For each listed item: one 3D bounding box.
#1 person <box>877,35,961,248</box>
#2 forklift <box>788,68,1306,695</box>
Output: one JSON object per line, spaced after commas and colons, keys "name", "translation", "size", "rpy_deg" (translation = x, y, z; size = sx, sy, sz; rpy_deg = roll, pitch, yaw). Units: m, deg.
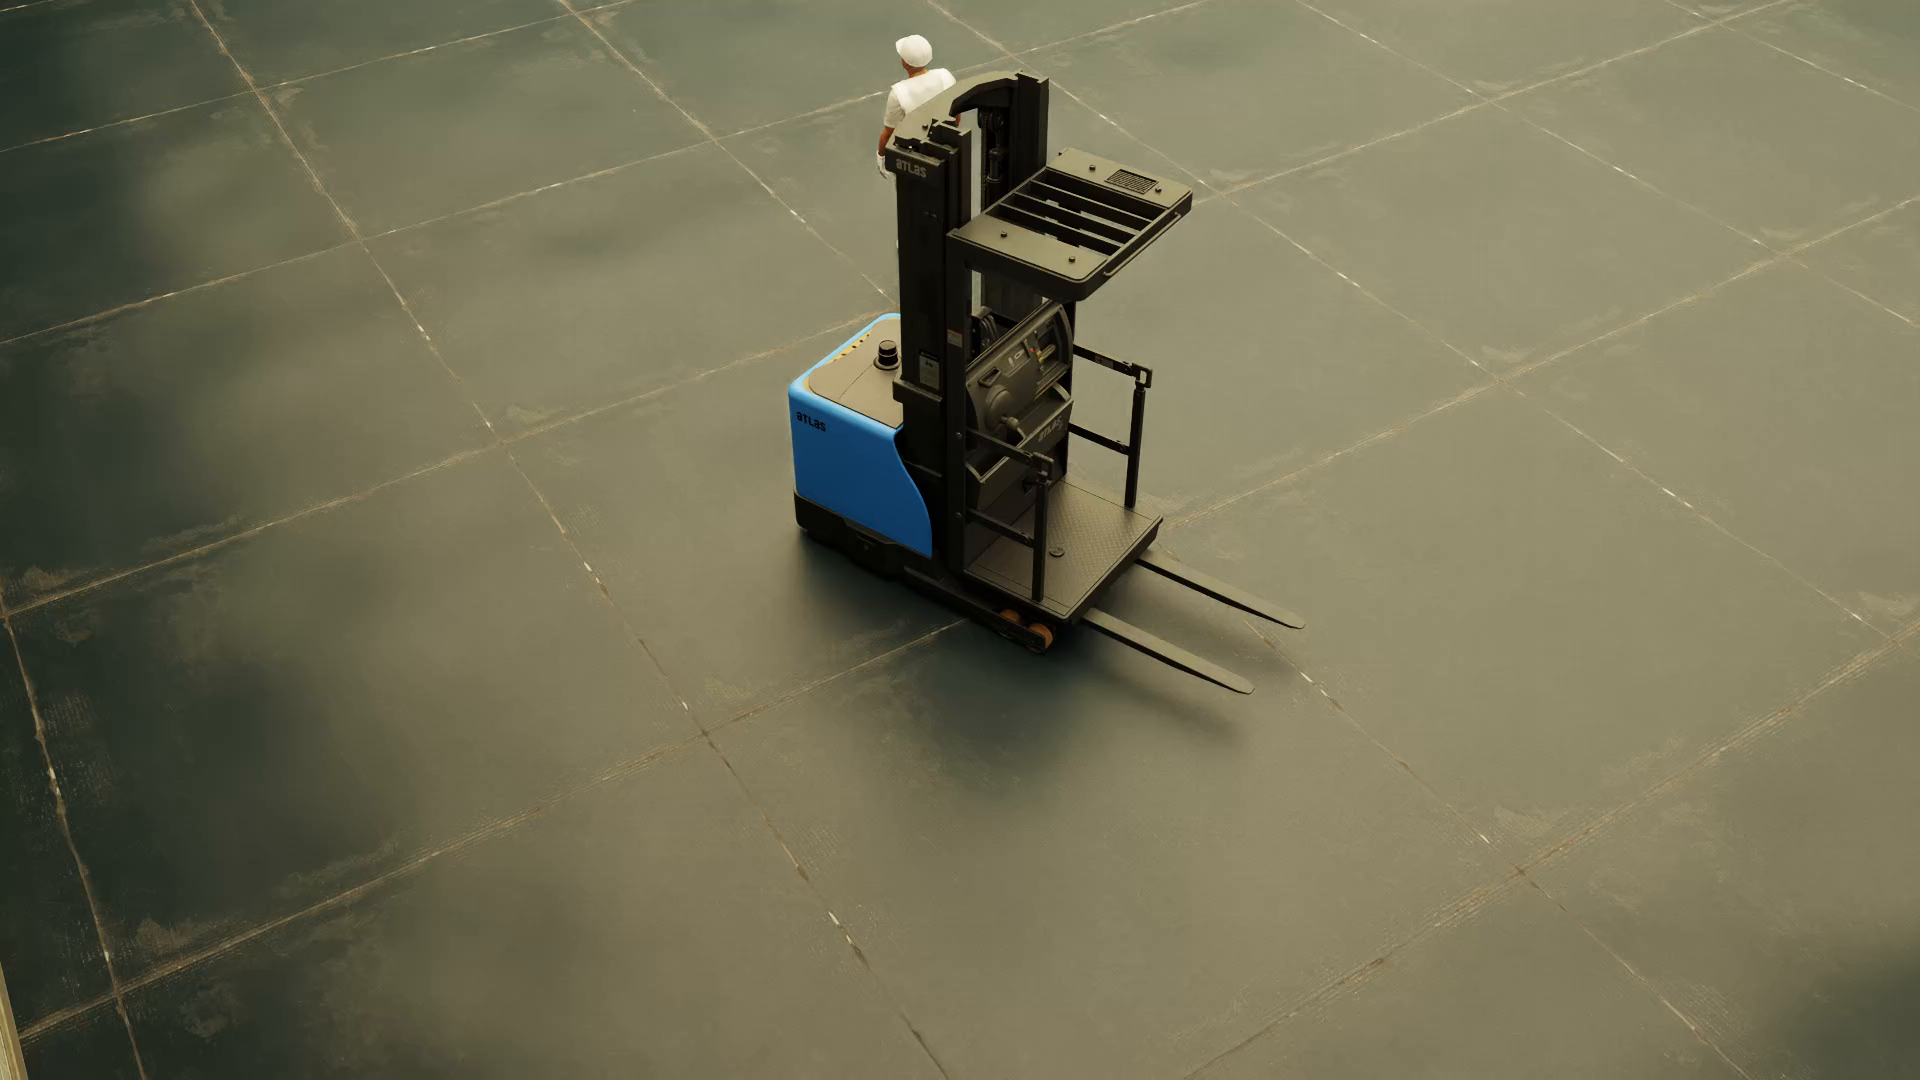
{"name": "person", "translation": [-0.328, -2.843, 11.986], "size": [0.656, 1.782, 0.577], "rpy_deg": [-21, 45, -22]}
{"name": "forklift", "translation": [0.496, -0.872, 8.869], "size": [3.031, 2.935, 1.130], "rpy_deg": [25, 47, 26]}
